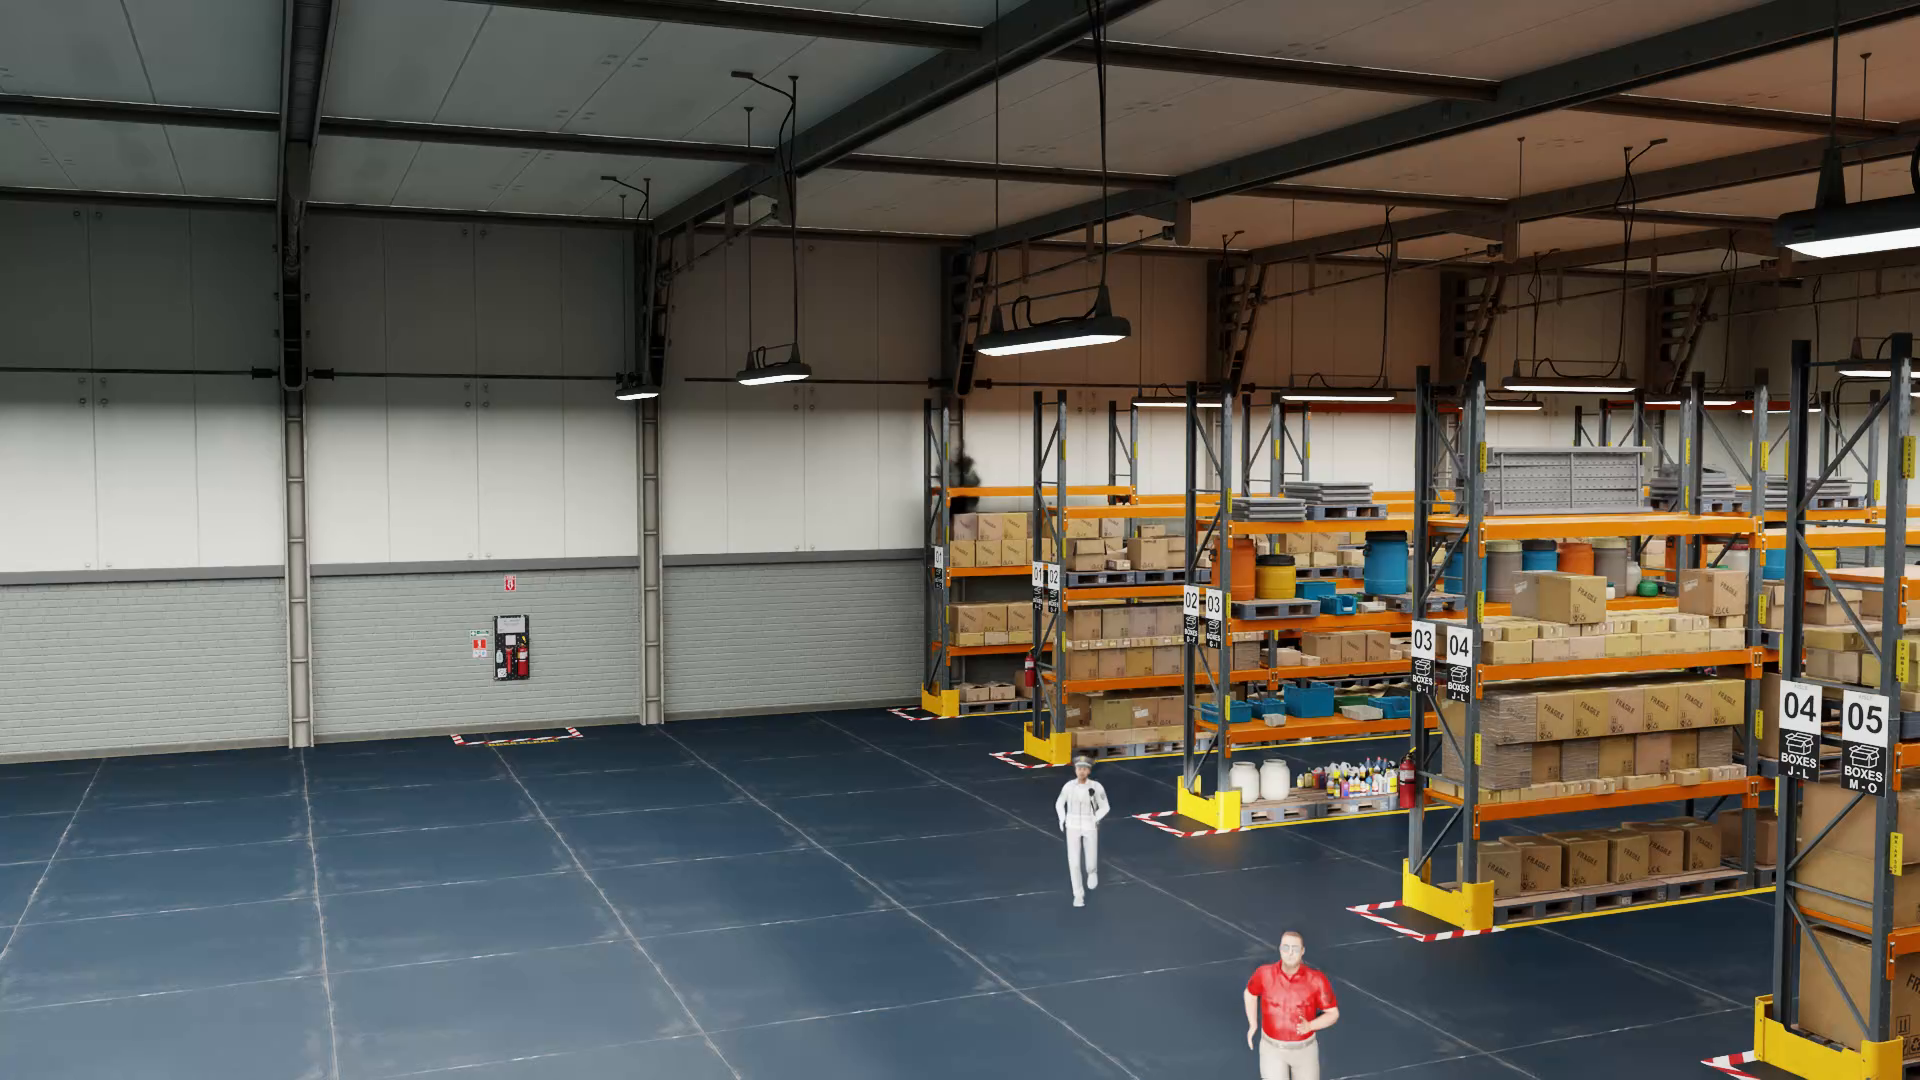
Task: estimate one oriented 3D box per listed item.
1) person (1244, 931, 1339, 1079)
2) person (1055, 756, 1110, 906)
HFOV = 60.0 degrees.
[{"bbox_3d":[2.330,3.611,11.757,0.674,1.696,0.921,1,3,15],"label":"person"},{"bbox_3d":[1.368,3.235,18.681,0.619,1.651,0.647,1,3,11],"label":"person"}]
